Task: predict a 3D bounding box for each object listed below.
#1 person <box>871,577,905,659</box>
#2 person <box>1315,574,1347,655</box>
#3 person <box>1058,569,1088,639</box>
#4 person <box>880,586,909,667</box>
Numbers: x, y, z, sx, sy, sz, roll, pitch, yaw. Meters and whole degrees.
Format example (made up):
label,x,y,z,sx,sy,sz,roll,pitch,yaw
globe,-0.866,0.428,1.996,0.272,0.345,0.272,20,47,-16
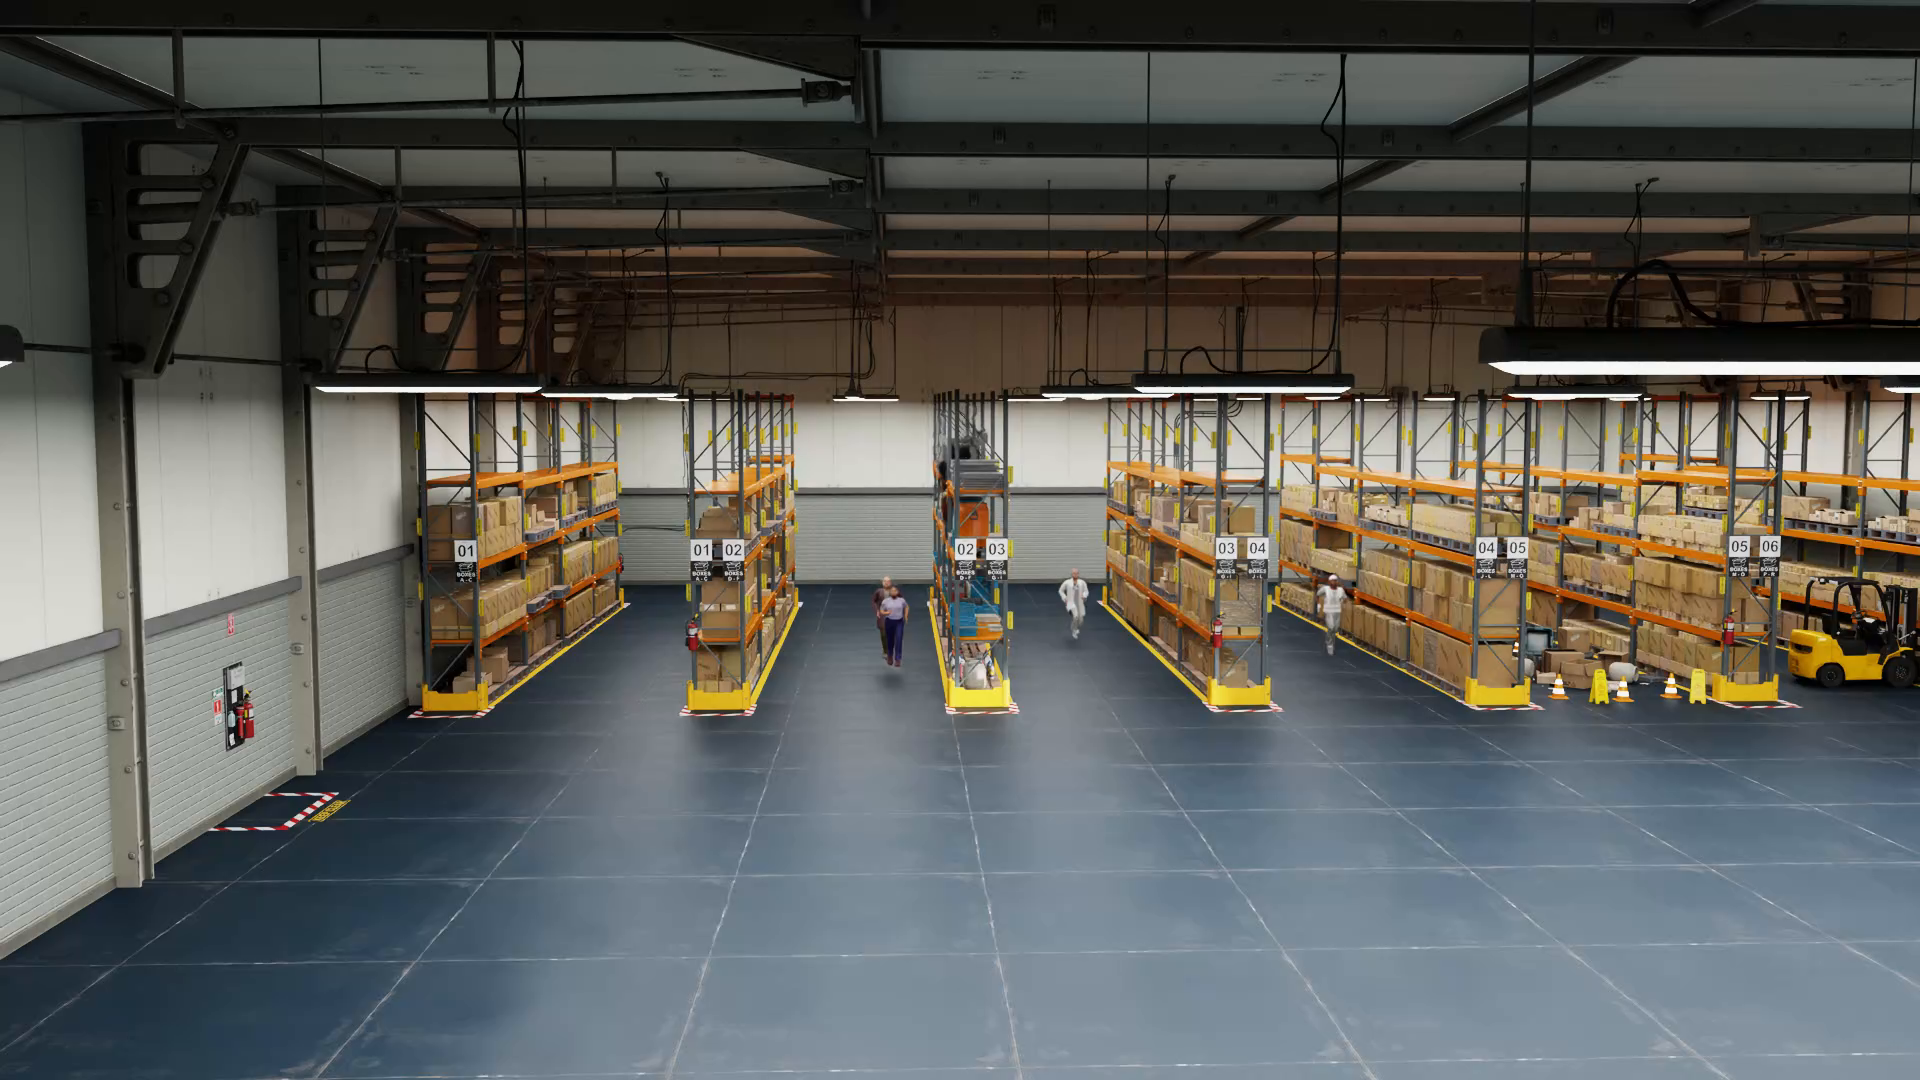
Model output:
label,x,y,z,sx,sy,sz,roll,pitch,yaw
person,-1.548,1.660,35.672,0.746,1.750,0.600,0,5,0
person,8.580,1.711,38.295,0.657,1.841,0.770,-1,5,-10
person,2.714,1.541,39.515,0.713,1.703,0.858,-1,5,-11
person,-1.365,1.806,34.571,0.609,1.680,0.879,0,5,-1
